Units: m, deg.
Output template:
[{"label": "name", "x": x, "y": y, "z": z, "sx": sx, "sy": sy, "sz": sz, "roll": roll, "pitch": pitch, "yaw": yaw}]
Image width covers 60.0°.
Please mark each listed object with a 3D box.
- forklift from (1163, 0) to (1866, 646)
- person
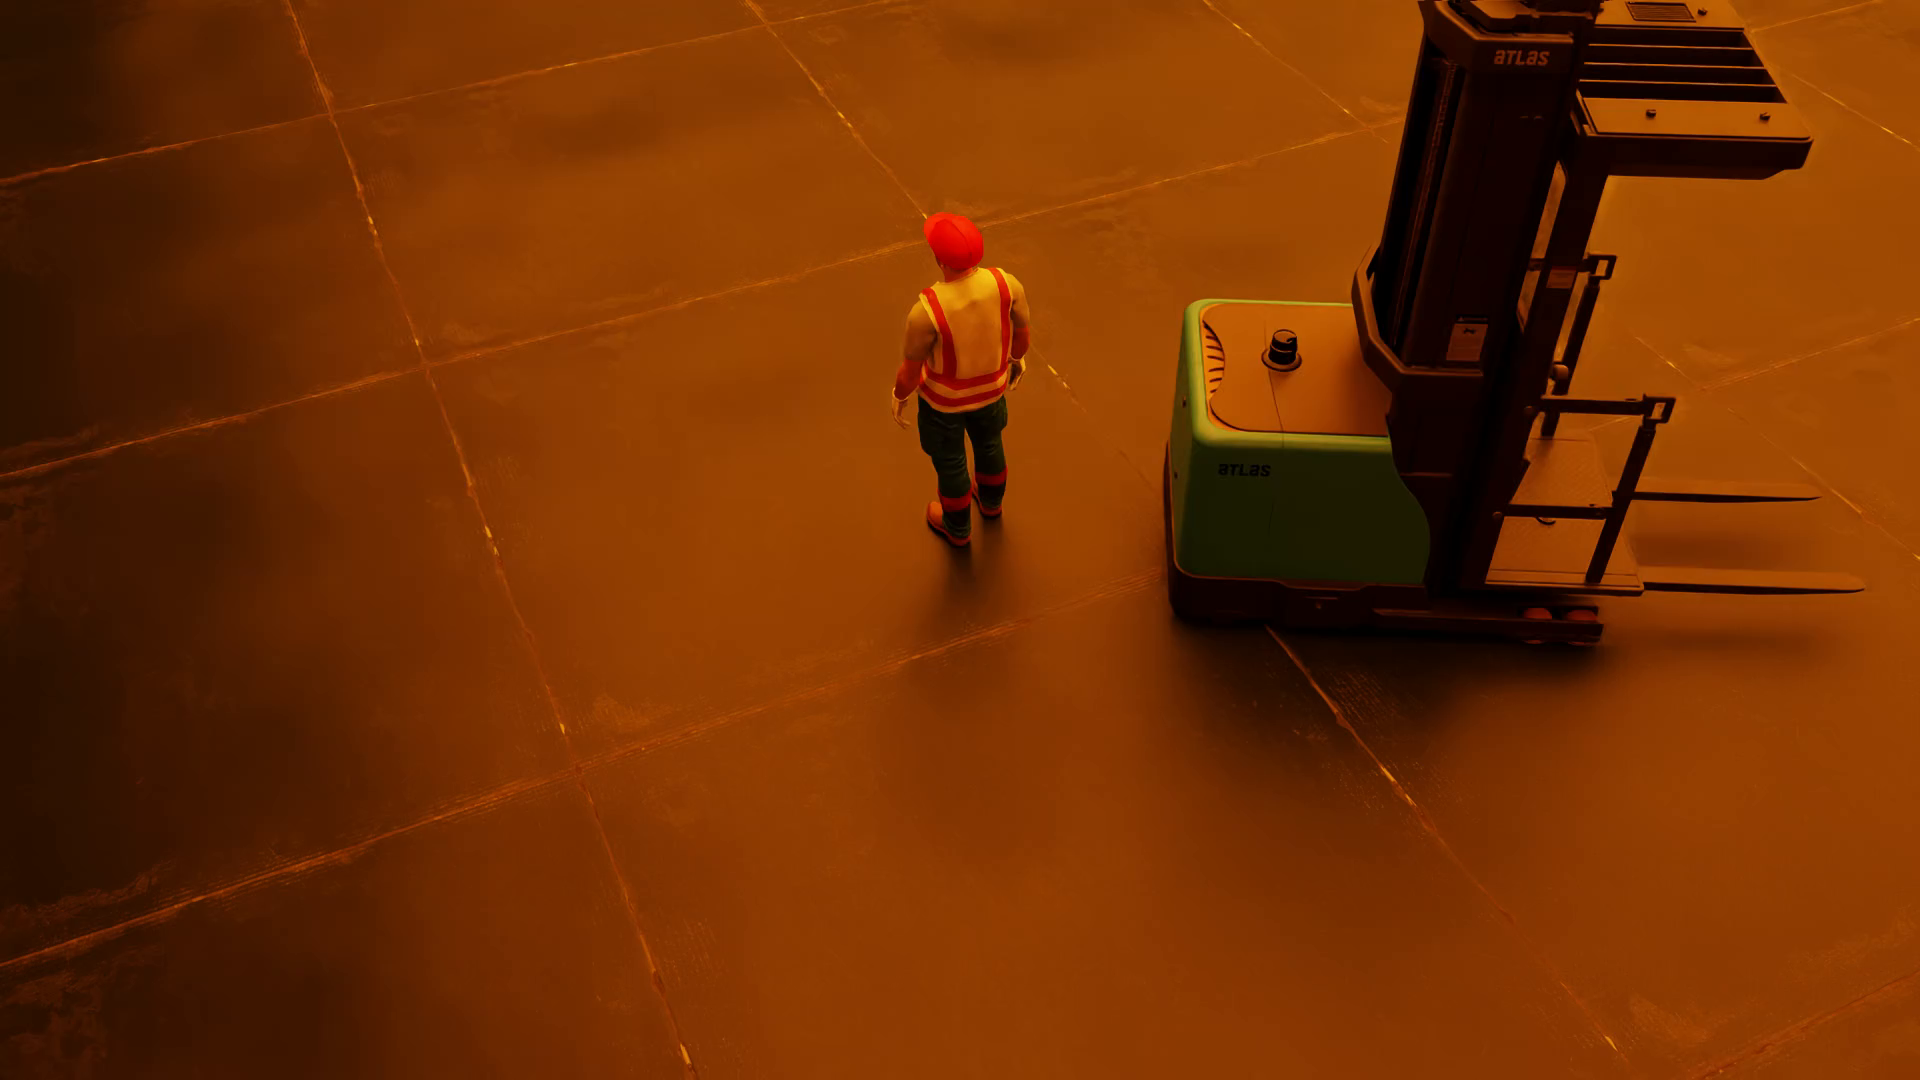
[{"label": "forklift", "x": 2.473, "y": -0.982, "z": 6.733, "sx": 3.031, "sy": 2.935, "sz": 1.130, "roll": 2, "pitch": 43, "yaw": 2}, {"label": "person", "x": -0.022, "y": -0.713, "z": 7.270, "sx": 0.637, "sy": 1.787, "sz": 0.564, "roll": -18, "pitch": 46, "yaw": -18}]
